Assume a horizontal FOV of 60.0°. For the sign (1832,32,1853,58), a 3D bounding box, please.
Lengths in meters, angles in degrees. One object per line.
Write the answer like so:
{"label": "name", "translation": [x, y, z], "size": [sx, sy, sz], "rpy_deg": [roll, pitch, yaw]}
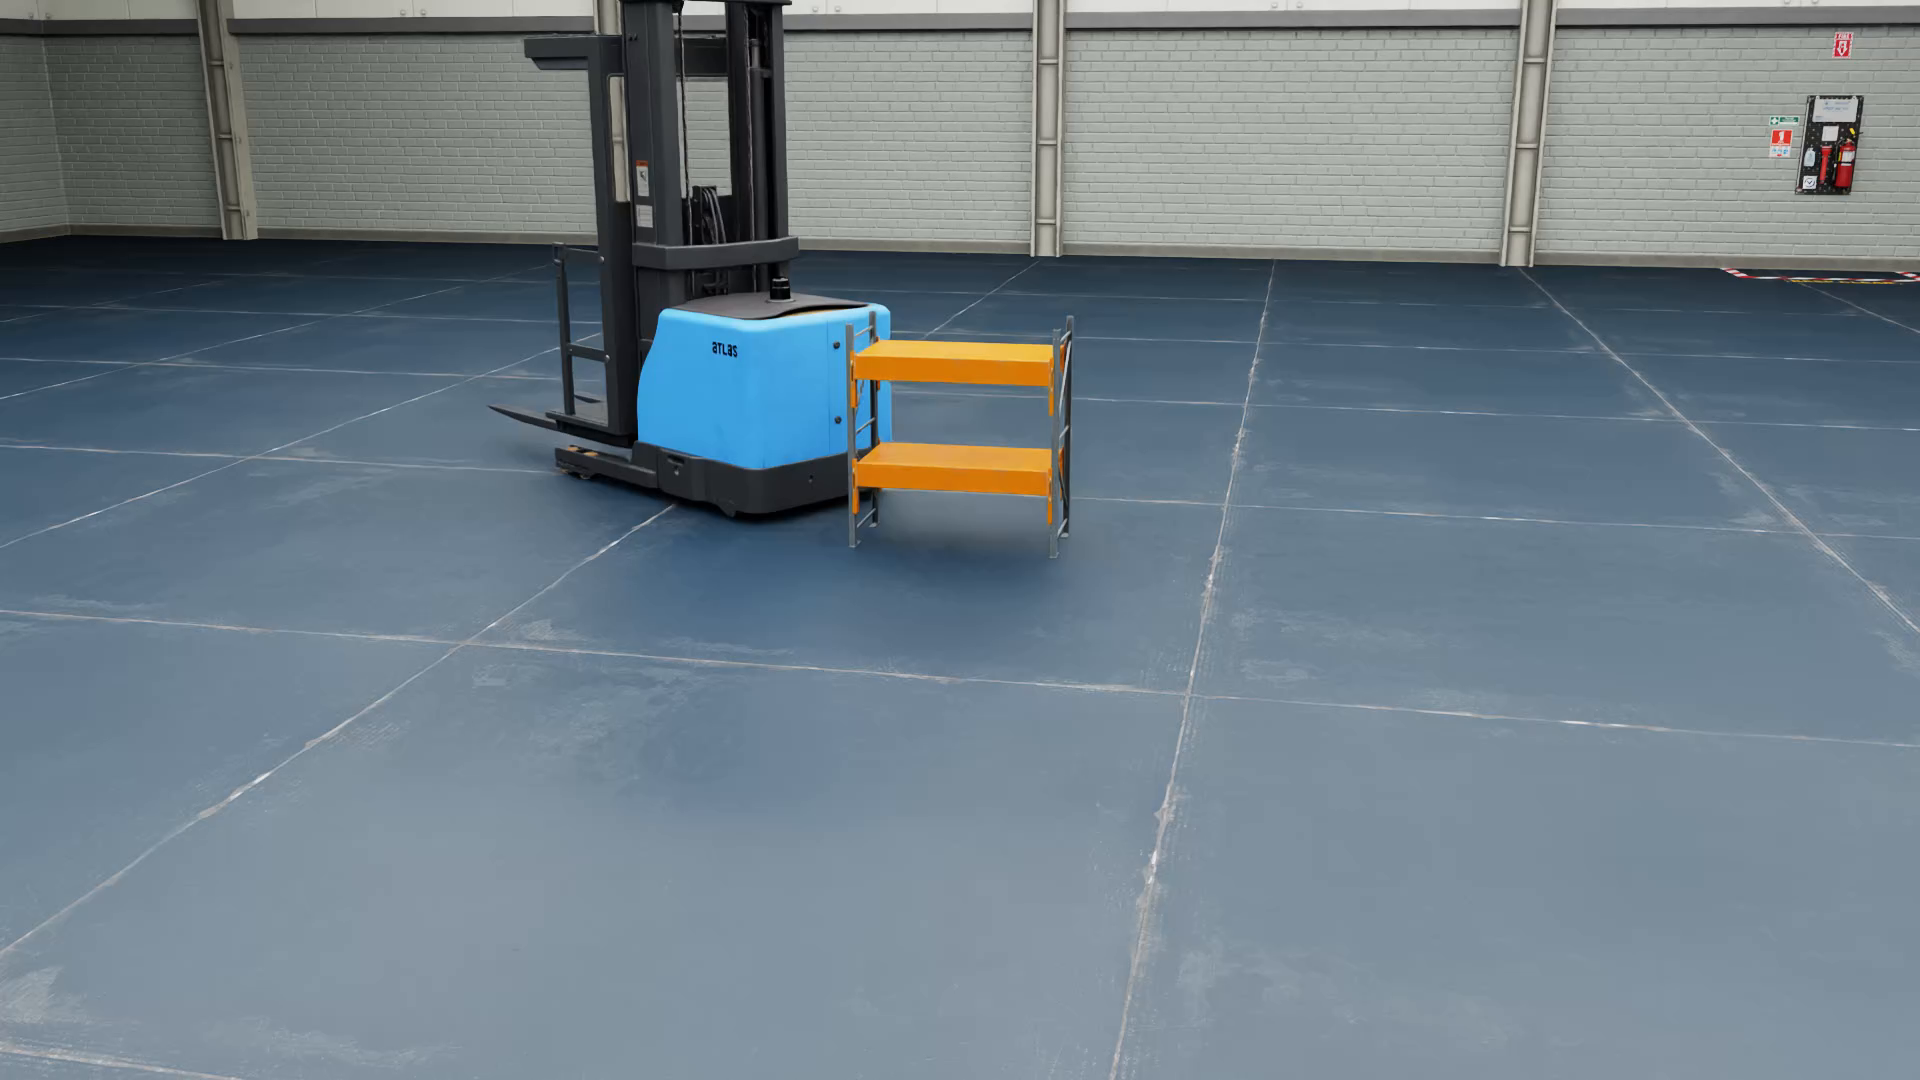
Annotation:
{"label": "sign", "translation": [10.515, -5.894, 19.808], "size": [0.199, 0.298, 0.001], "rpy_deg": [3, 16, 11]}

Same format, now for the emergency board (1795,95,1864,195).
{"label": "emergency board", "translation": [10.503, -4.750, 20.022], "size": [0.643, 1.169, 0.194], "rpy_deg": [3, 16, 11]}

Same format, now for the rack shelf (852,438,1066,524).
{"label": "rack shelf", "translation": [0.007, -0.306, 8.406], "size": [1.000, 0.278, 0.538], "rpy_deg": [3, 16, 11]}

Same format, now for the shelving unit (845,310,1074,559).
{"label": "shelving unit", "translation": [0.007, -0.542, 8.341], "size": [1.048, 1.125, 0.538], "rpy_deg": [3, 16, 11]}

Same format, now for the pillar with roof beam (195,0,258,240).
{"label": "pillar with roof beam", "translation": [-11.459, -7.651, 19.254], "size": [0.400, 9.000, 9.100], "rpy_deg": [3, 16, 11]}

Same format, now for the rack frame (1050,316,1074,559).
{"label": "rack frame", "translation": [0.505, -0.515, 8.243], "size": [0.032, 1.125, 0.500], "rpy_deg": [3, 16, 11]}

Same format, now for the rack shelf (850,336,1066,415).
{"label": "rack shelf", "translation": [0.007, -0.824, 8.262], "size": [1.000, 0.278, 0.538], "rpy_deg": [3, 16, 11]}

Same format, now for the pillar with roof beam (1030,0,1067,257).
{"label": "pillar with roof beam", "translation": [0.300, -7.012, 16.949], "size": [0.400, 9.000, 9.100], "rpy_deg": [3, 16, 11]}

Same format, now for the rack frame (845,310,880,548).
{"label": "rack frame", "translation": [-0.492, -0.569, 8.438], "size": [0.032, 1.125, 0.500], "rpy_deg": [3, 16, 11]}

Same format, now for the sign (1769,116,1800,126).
{"label": "sign", "translation": [9.985, -5.077, 20.141], "size": [0.331, 0.109, 0.001], "rpy_deg": [3, 16, 11]}

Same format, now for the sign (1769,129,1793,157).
{"label": "sign", "translation": [9.982, -4.824, 20.221], "size": [0.234, 0.329, 0.001], "rpy_deg": [3, 16, 11]}

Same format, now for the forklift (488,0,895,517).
{"label": "forklift", "translation": [-1.767, -1.852, 9.686], "size": [3.031, 2.935, 1.130], "rpy_deg": [15, 21, 43]}

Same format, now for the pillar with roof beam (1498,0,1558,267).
{"label": "pillar with roof beam", "translation": [6.180, -6.693, 15.797], "size": [0.400, 9.000, 9.100], "rpy_deg": [3, 16, 11]}

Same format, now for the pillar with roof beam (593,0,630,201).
{"label": "pillar with roof beam", "translation": [-5.580, -7.331, 18.102], "size": [0.400, 9.000, 9.100], "rpy_deg": [3, 16, 11]}

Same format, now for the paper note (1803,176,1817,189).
{"label": "paper note", "translation": [10.343, -4.353, 20.239], "size": [0.142, 0.148, 0.016], "rpy_deg": [3, 16, 11]}
